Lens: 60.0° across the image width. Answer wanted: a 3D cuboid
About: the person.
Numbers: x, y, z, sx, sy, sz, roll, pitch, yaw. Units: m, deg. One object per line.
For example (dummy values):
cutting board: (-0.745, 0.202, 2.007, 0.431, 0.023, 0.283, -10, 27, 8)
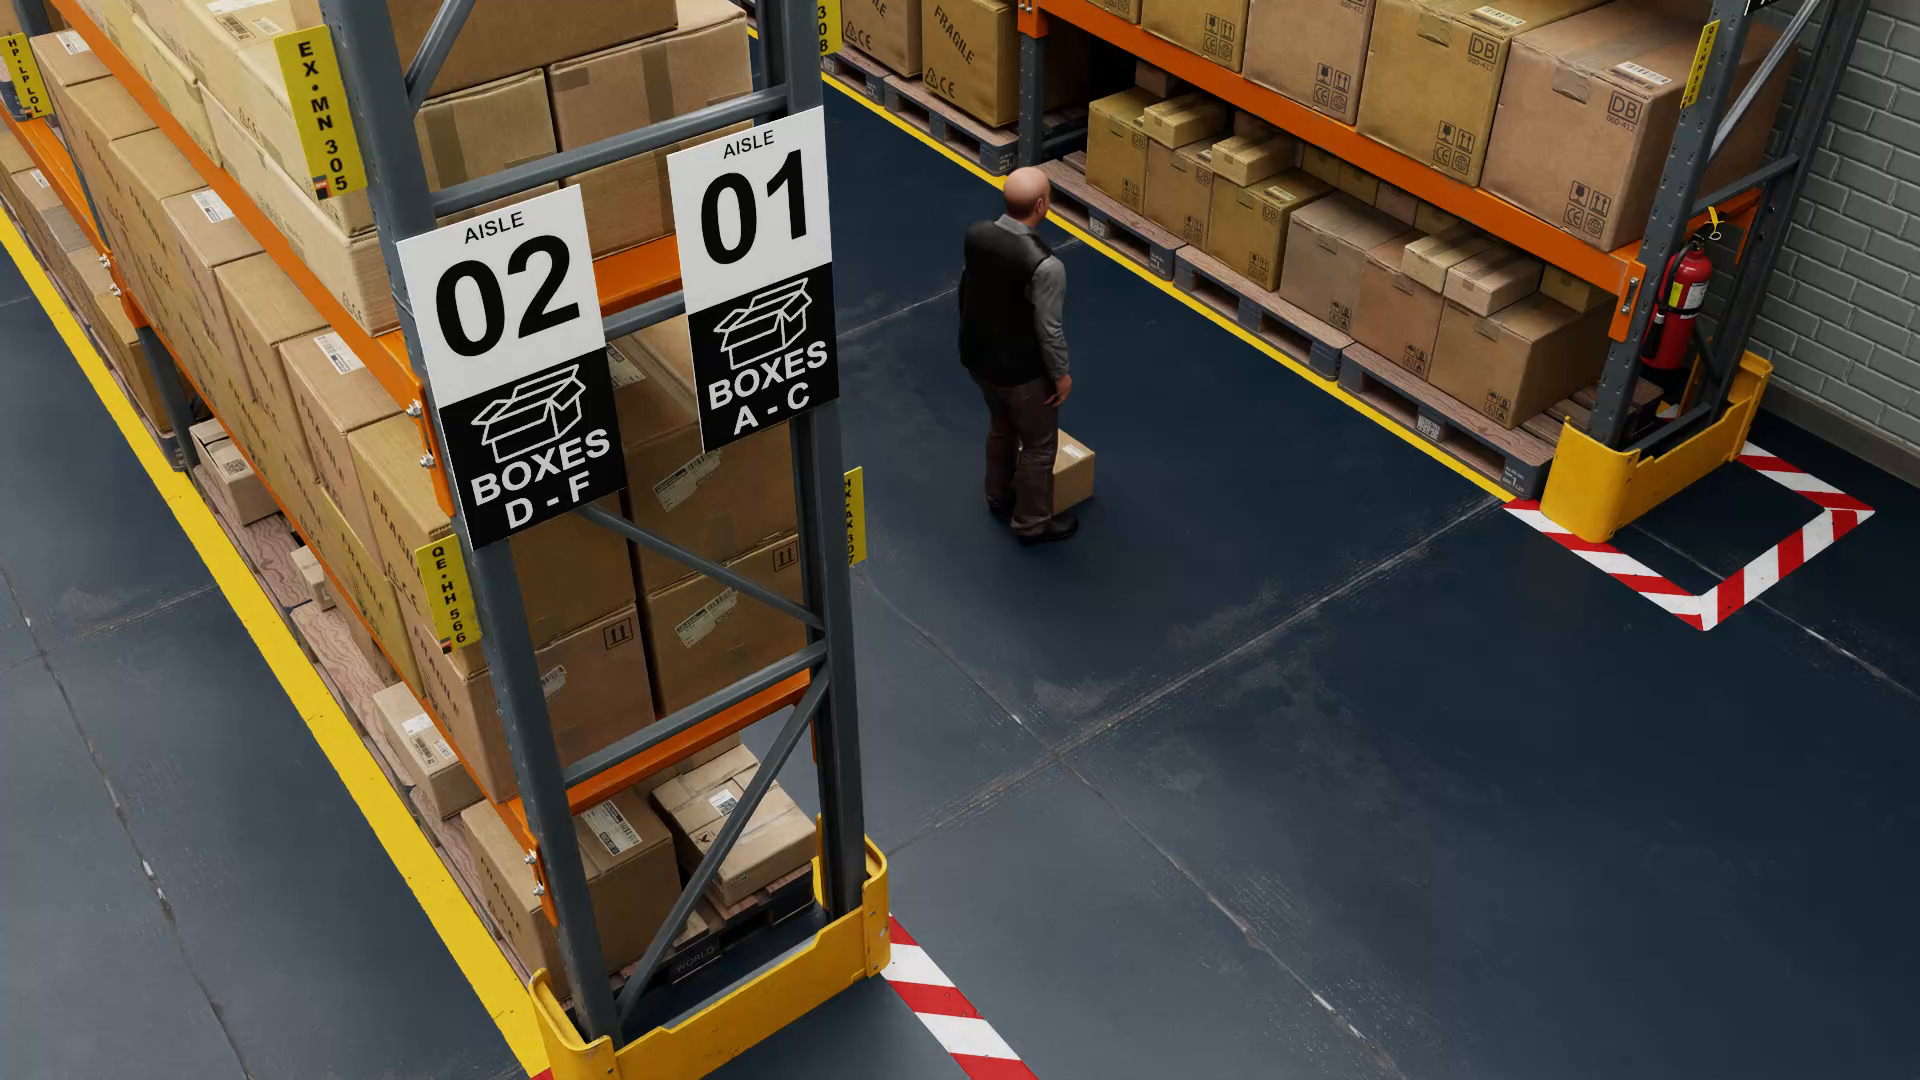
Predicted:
person: (0.242, -0.776, 7.099, 0.474, 1.720, 0.592, -29, 48, -30)
